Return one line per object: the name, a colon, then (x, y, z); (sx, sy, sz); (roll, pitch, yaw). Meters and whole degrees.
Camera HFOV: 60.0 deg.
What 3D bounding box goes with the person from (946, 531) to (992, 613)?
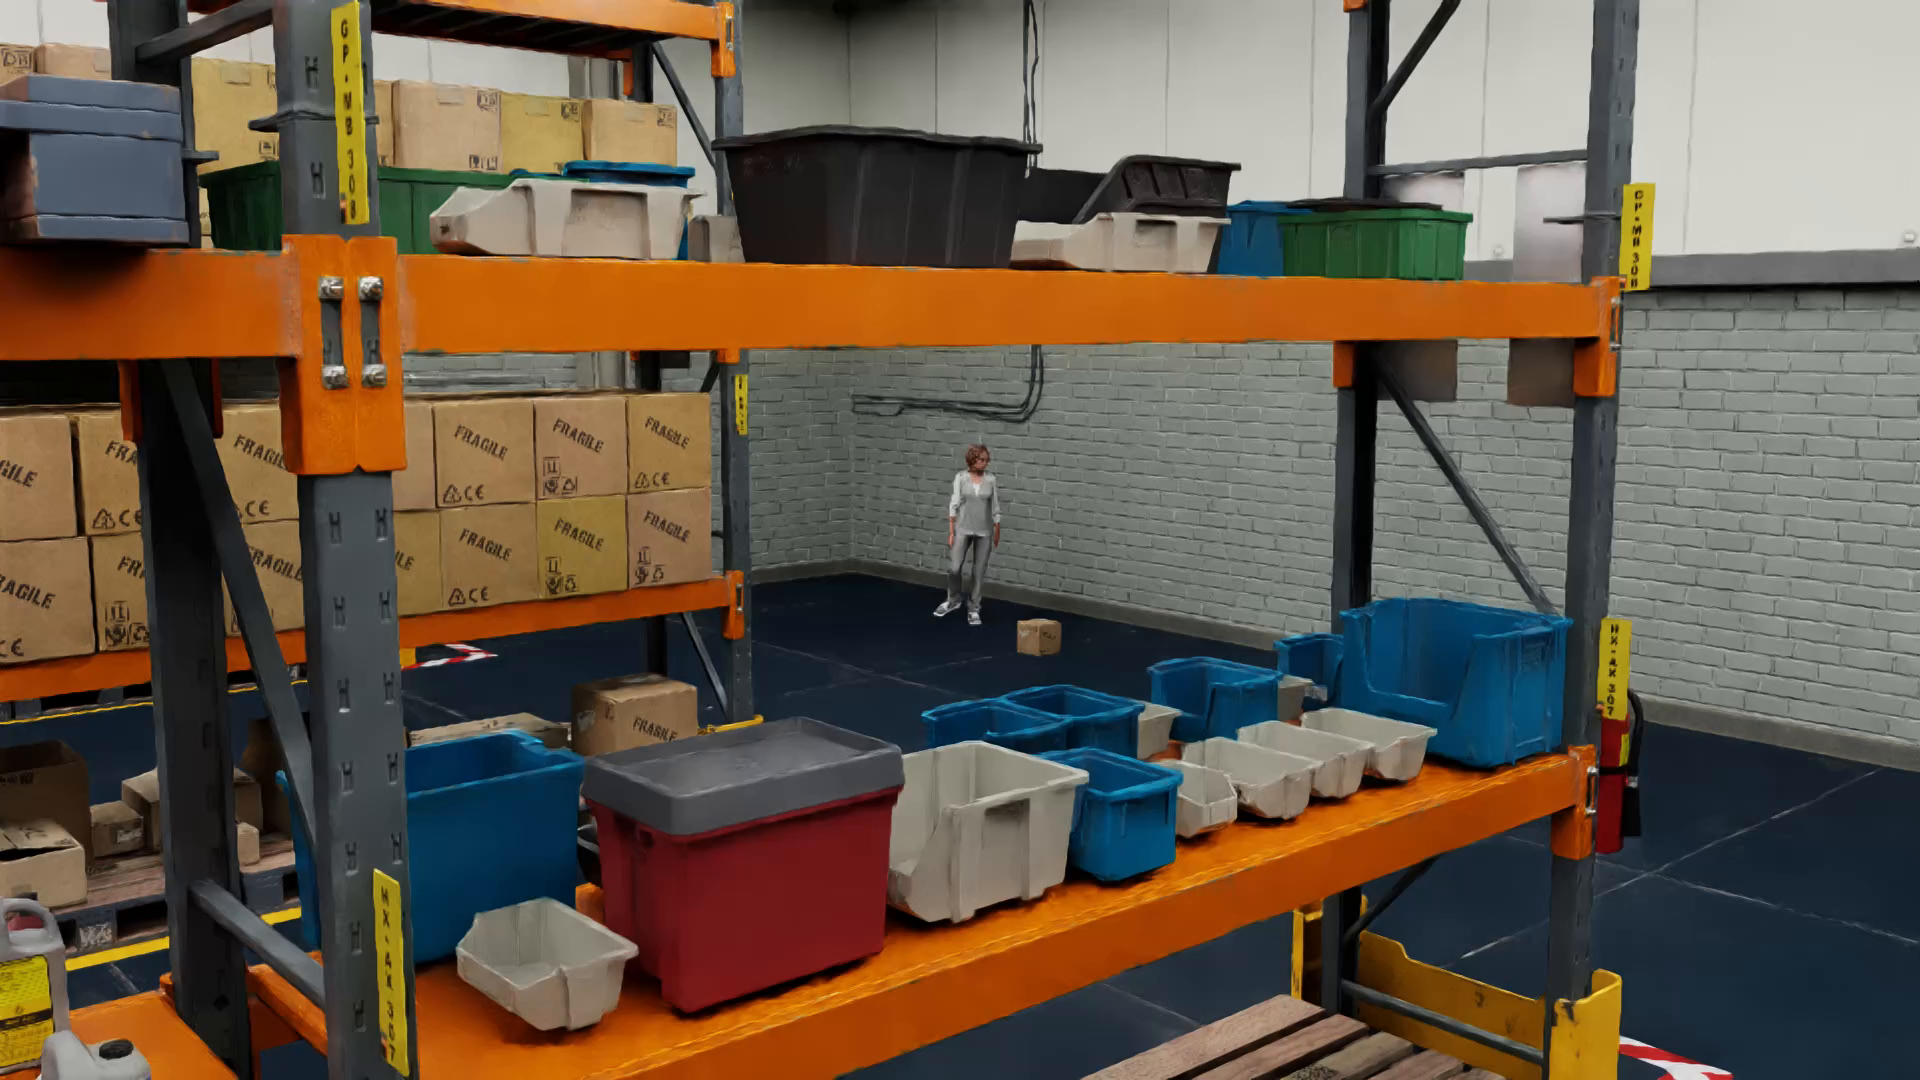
person: (0.083, 0.234, 14.638); (0.400, 0.876, 0.380); (-1, 8, -4)
